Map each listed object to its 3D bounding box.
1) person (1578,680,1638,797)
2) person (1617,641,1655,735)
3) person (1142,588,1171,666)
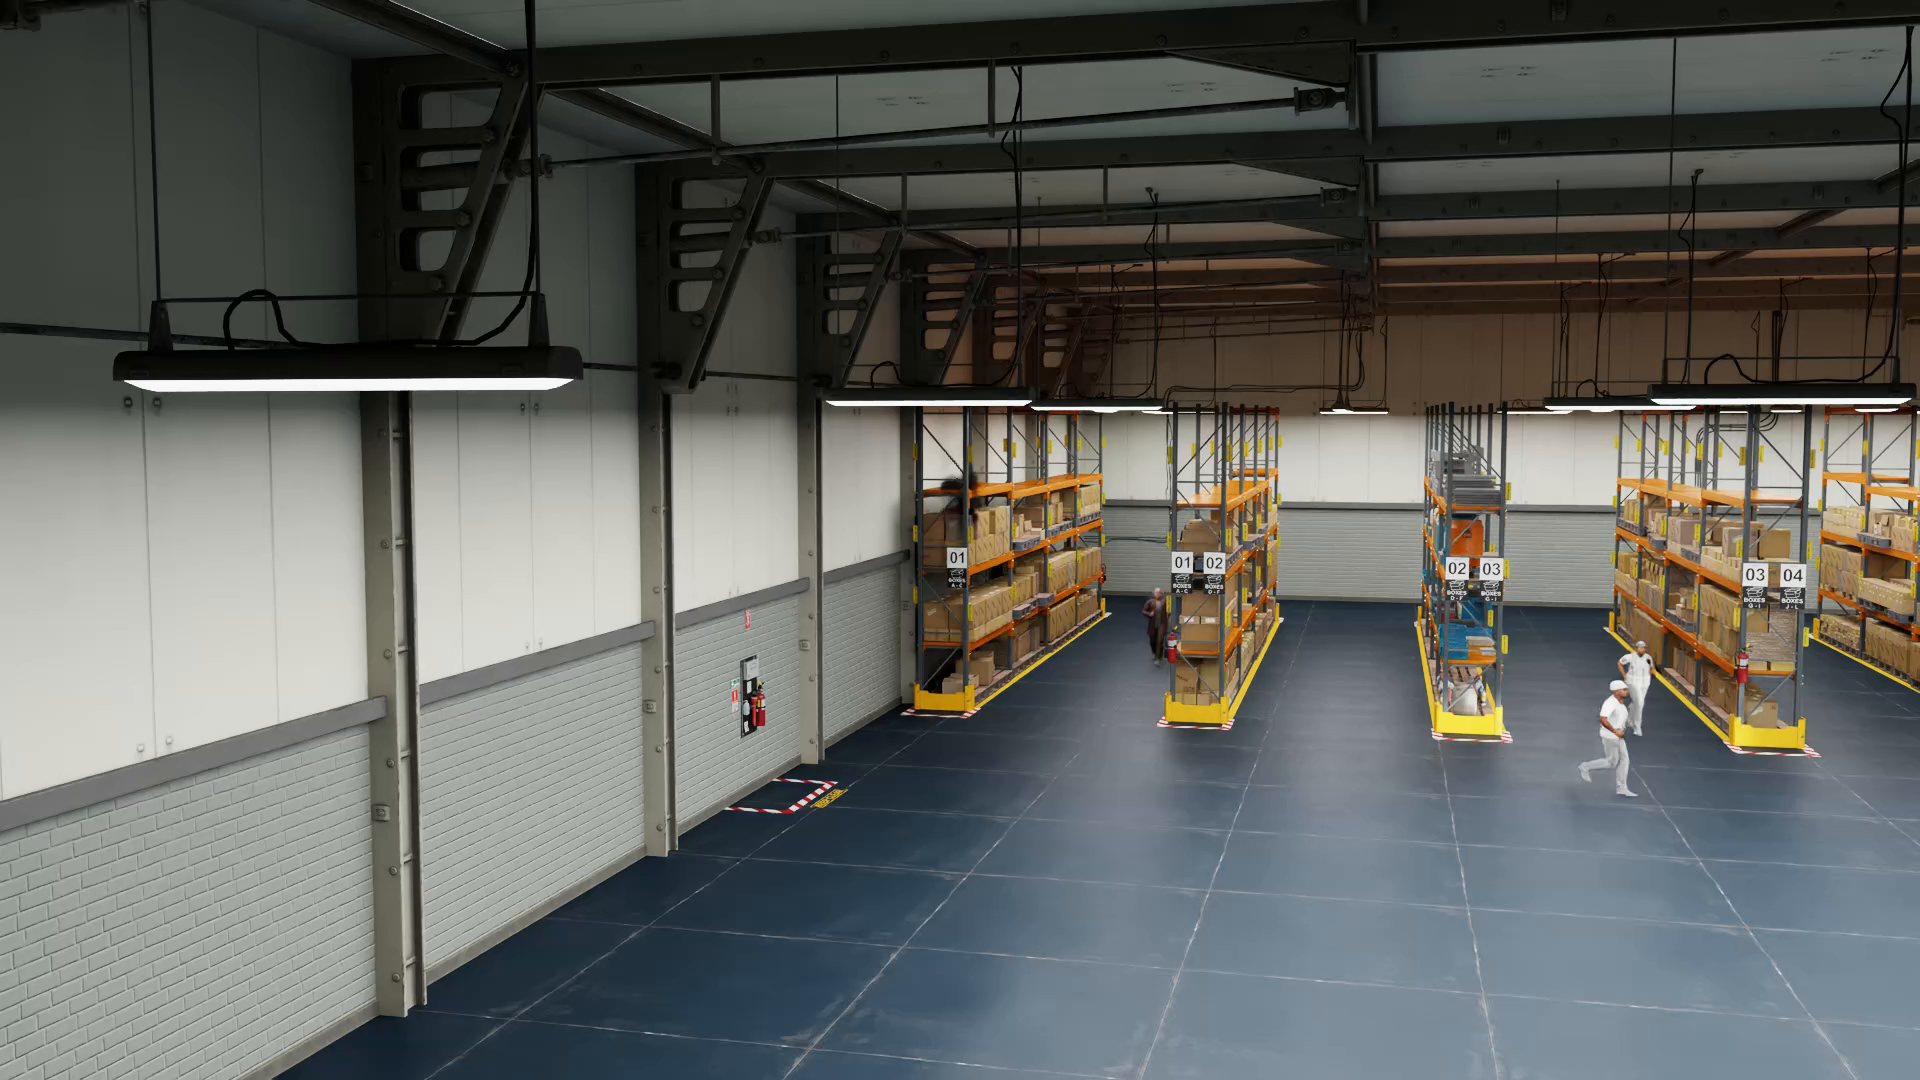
[{"bbox_3d":[9.890,2.995,25.298,0.885,1.750,0.727,3,5,36],"label":"person"},{"bbox_3d":[12.324,2.683,30.291,0.580,1.707,0.786,-1,4,-13],"label":"person"},{"bbox_3d":[4.565,1.983,38.450,0.718,1.761,0.965,1,4,9],"label":"person"}]
